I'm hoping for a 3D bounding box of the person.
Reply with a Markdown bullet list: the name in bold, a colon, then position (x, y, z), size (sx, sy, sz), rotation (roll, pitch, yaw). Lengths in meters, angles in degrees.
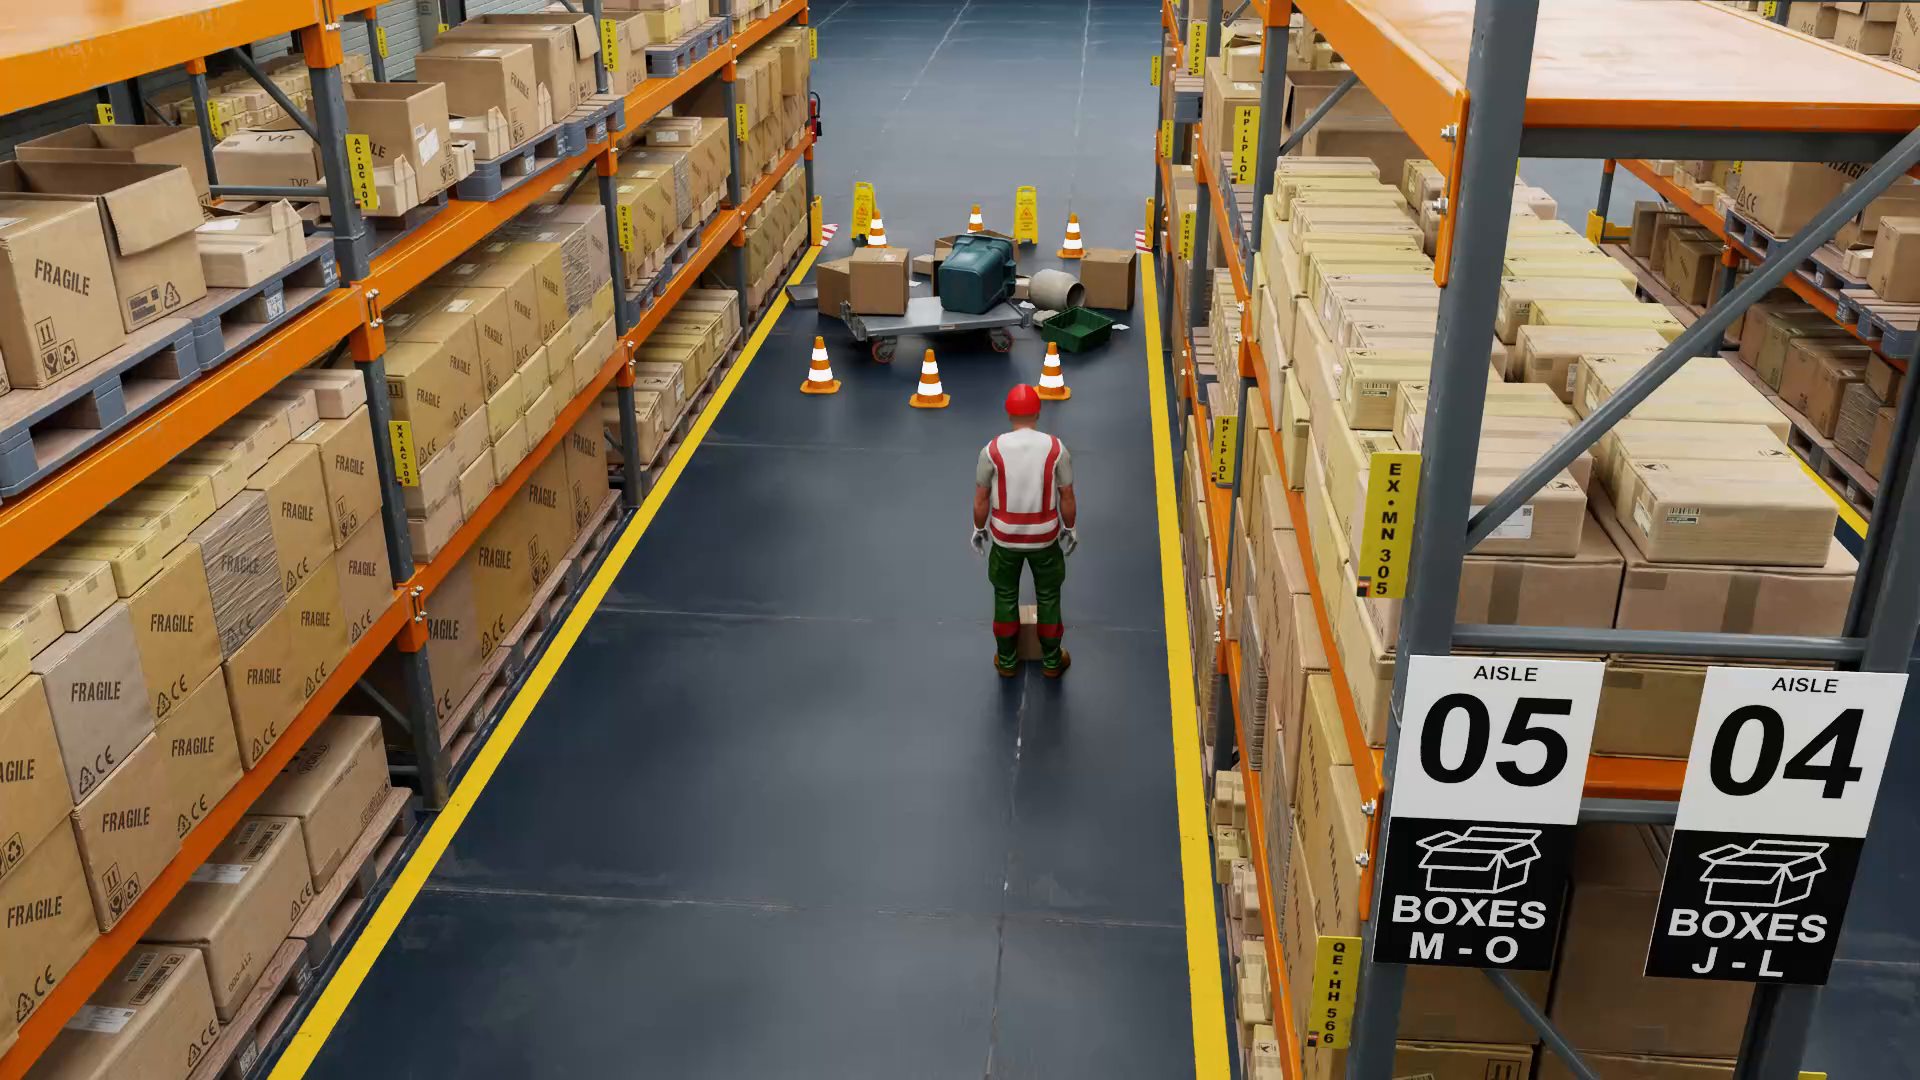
- **person**: position (0.376, -0.037, 9.666), size (0.622, 1.781, 0.445), rotation (1, 24, 2)
